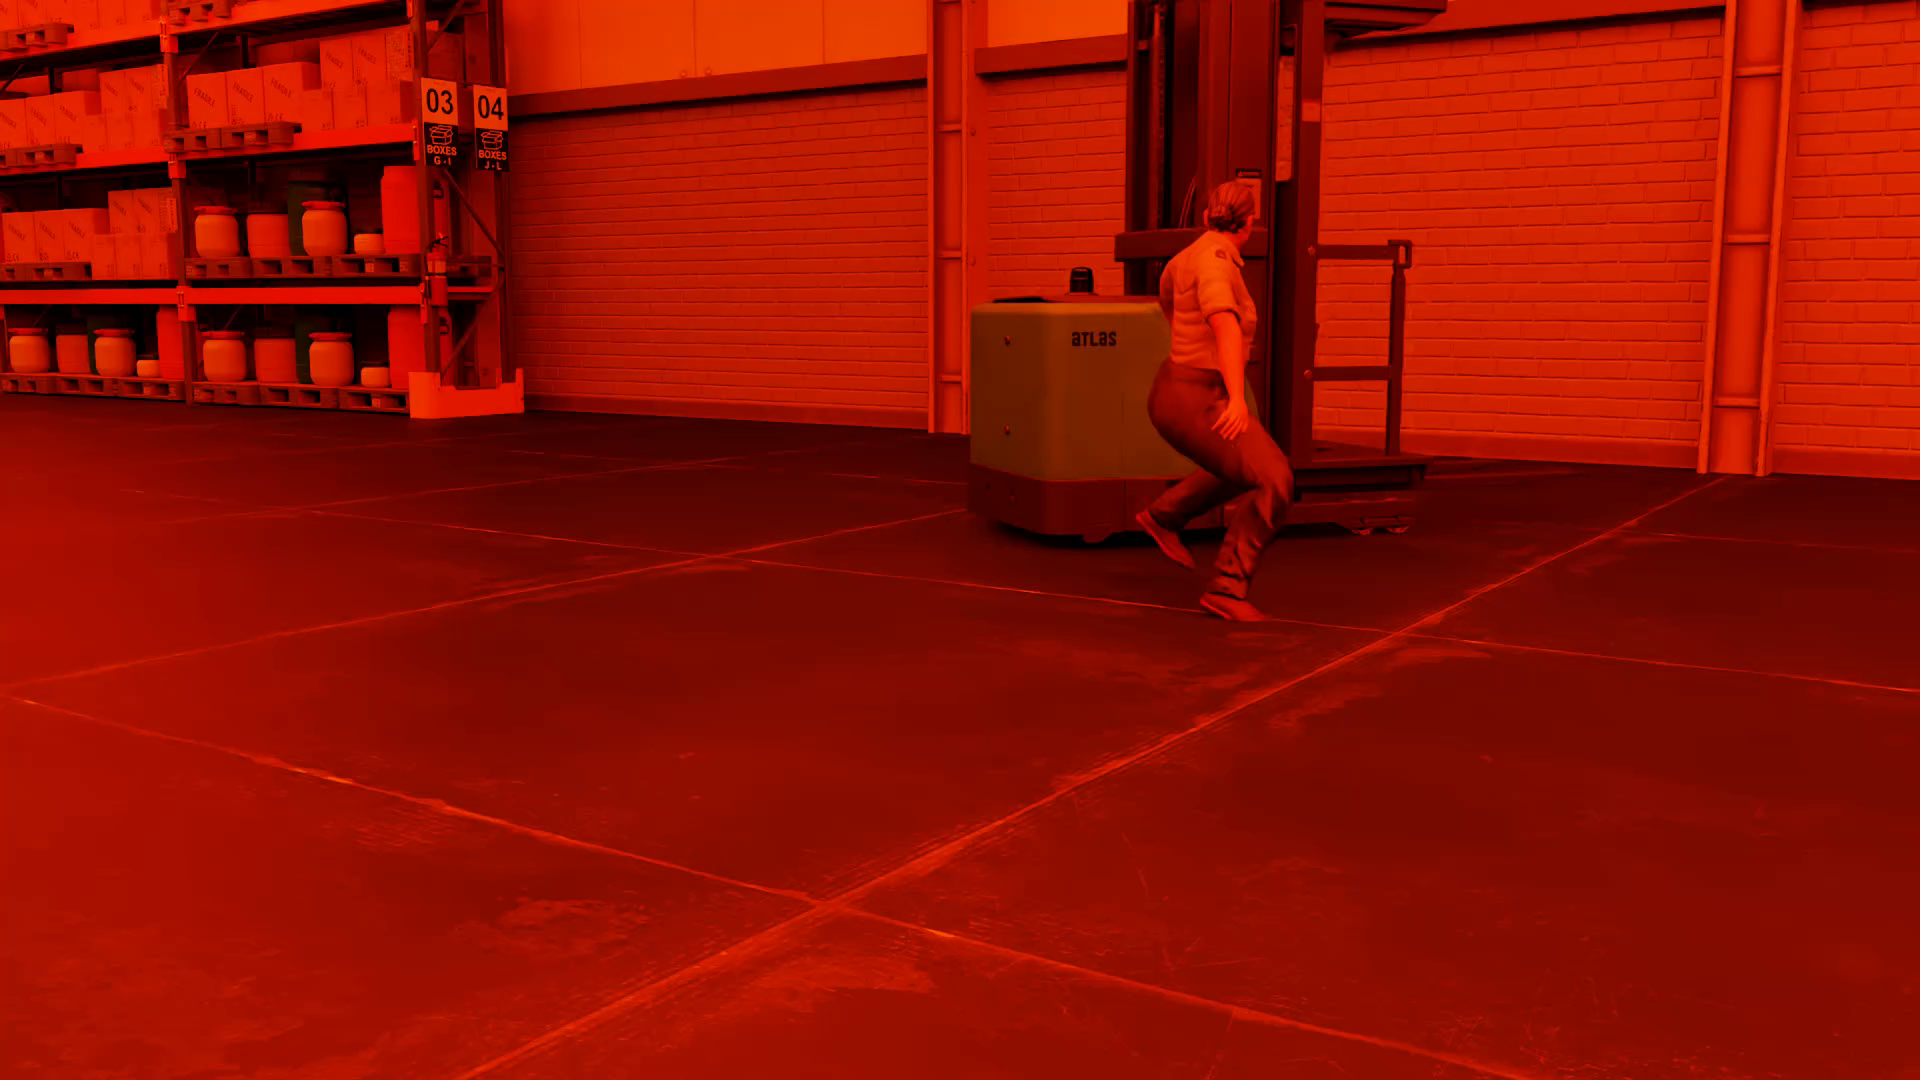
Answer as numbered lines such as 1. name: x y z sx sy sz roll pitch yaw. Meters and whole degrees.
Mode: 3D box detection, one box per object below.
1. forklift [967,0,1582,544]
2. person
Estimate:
1. forklift: 1.609 -1.539 8.013 3.031 2.935 1.130 -3 9 -20
2. person: 0.907 -0.485 5.888 0.485 1.542 1.049 0 8 1
